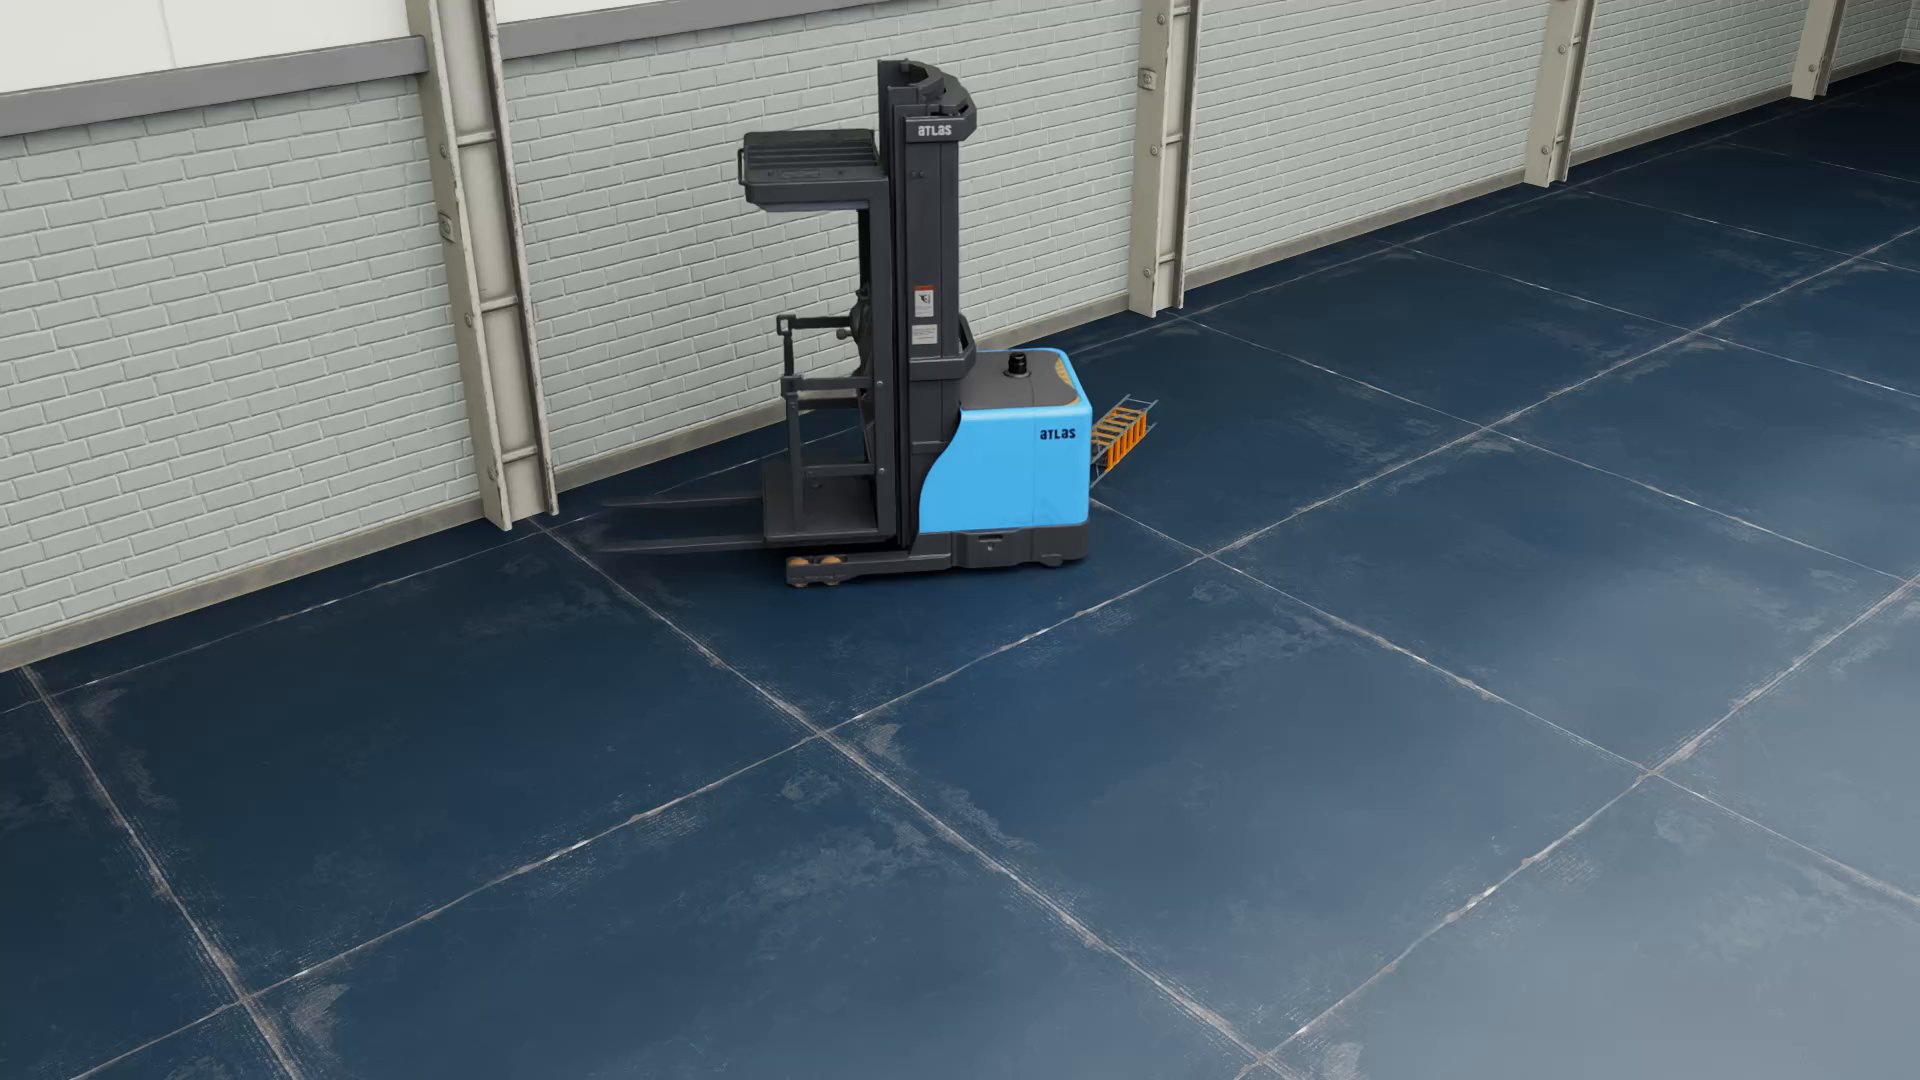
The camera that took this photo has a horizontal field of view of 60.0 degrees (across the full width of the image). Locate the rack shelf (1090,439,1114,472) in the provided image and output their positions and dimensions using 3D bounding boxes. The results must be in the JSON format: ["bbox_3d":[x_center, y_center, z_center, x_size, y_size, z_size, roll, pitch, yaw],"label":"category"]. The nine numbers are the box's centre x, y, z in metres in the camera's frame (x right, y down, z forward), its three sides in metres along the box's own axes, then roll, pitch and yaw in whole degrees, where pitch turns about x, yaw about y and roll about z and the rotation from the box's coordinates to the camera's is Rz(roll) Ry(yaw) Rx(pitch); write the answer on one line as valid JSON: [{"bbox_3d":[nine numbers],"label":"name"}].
[{"bbox_3d":[0.931,-0.594,11.515,0.258,0.180,0.103,14,31,24],"label":"rack shelf"}]

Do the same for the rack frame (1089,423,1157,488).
[{"bbox_3d":[1.063,-0.632,11.780,0.240,0.006,1.200,14,31,24],"label":"rack frame"}]

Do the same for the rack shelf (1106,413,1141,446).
[{"bbox_3d":[1.153,-0.795,11.890,0.258,0.180,0.103,14,31,24],"label":"rack shelf"}]

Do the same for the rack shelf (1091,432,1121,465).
[{"bbox_3d":[0.987,-0.644,11.608,0.258,0.180,0.103,14,31,24],"label":"rack shelf"}]

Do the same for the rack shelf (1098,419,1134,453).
[{"bbox_3d":[1.098,-0.744,11.796,0.258,0.180,0.103,14,31,24],"label":"rack shelf"}]

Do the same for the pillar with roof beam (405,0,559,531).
[{"bbox_3d":[-0.089,-2.597,5.919,0.400,9.000,9.100,-22,35,-35],"label":"pillar with roof beam"}]

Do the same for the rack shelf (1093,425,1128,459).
[{"bbox_3d":[1.042,-0.694,11.702,0.258,0.180,0.103,14,31,24],"label":"rack shelf"}]

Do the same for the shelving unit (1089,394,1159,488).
[{"bbox_3d":[1.063,-0.713,11.737,0.258,0.189,1.200,14,31,24],"label":"shelving unit"}]

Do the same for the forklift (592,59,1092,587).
[{"bbox_3d":[-0.756,-1.274,9.883,3.031,2.935,1.130,-3,28,-6],"label":"forklift"}]

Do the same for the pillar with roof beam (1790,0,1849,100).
[{"bbox_3d":[13.605,-8.103,16.223,0.400,9.000,9.100,-22,35,-35],"label":"pillar with roof beam"}]

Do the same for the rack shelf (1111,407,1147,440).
[{"bbox_3d":[1.209,-0.845,11.984,0.258,0.180,0.103,14,31,24],"label":"rack shelf"}]

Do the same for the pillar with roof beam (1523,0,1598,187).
[{"bbox_3d":[9.040,-6.267,12.789,0.400,9.000,9.100,-22,35,-35],"label":"pillar with roof beam"}]

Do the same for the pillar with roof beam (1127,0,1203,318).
[{"bbox_3d":[4.476,-4.432,9.354,0.400,9.000,9.100,-22,35,-35],"label":"pillar with roof beam"}]

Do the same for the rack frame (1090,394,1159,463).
[{"bbox_3d":[1.063,-0.794,11.694,0.240,0.006,1.200,14,31,24],"label":"rack frame"}]
